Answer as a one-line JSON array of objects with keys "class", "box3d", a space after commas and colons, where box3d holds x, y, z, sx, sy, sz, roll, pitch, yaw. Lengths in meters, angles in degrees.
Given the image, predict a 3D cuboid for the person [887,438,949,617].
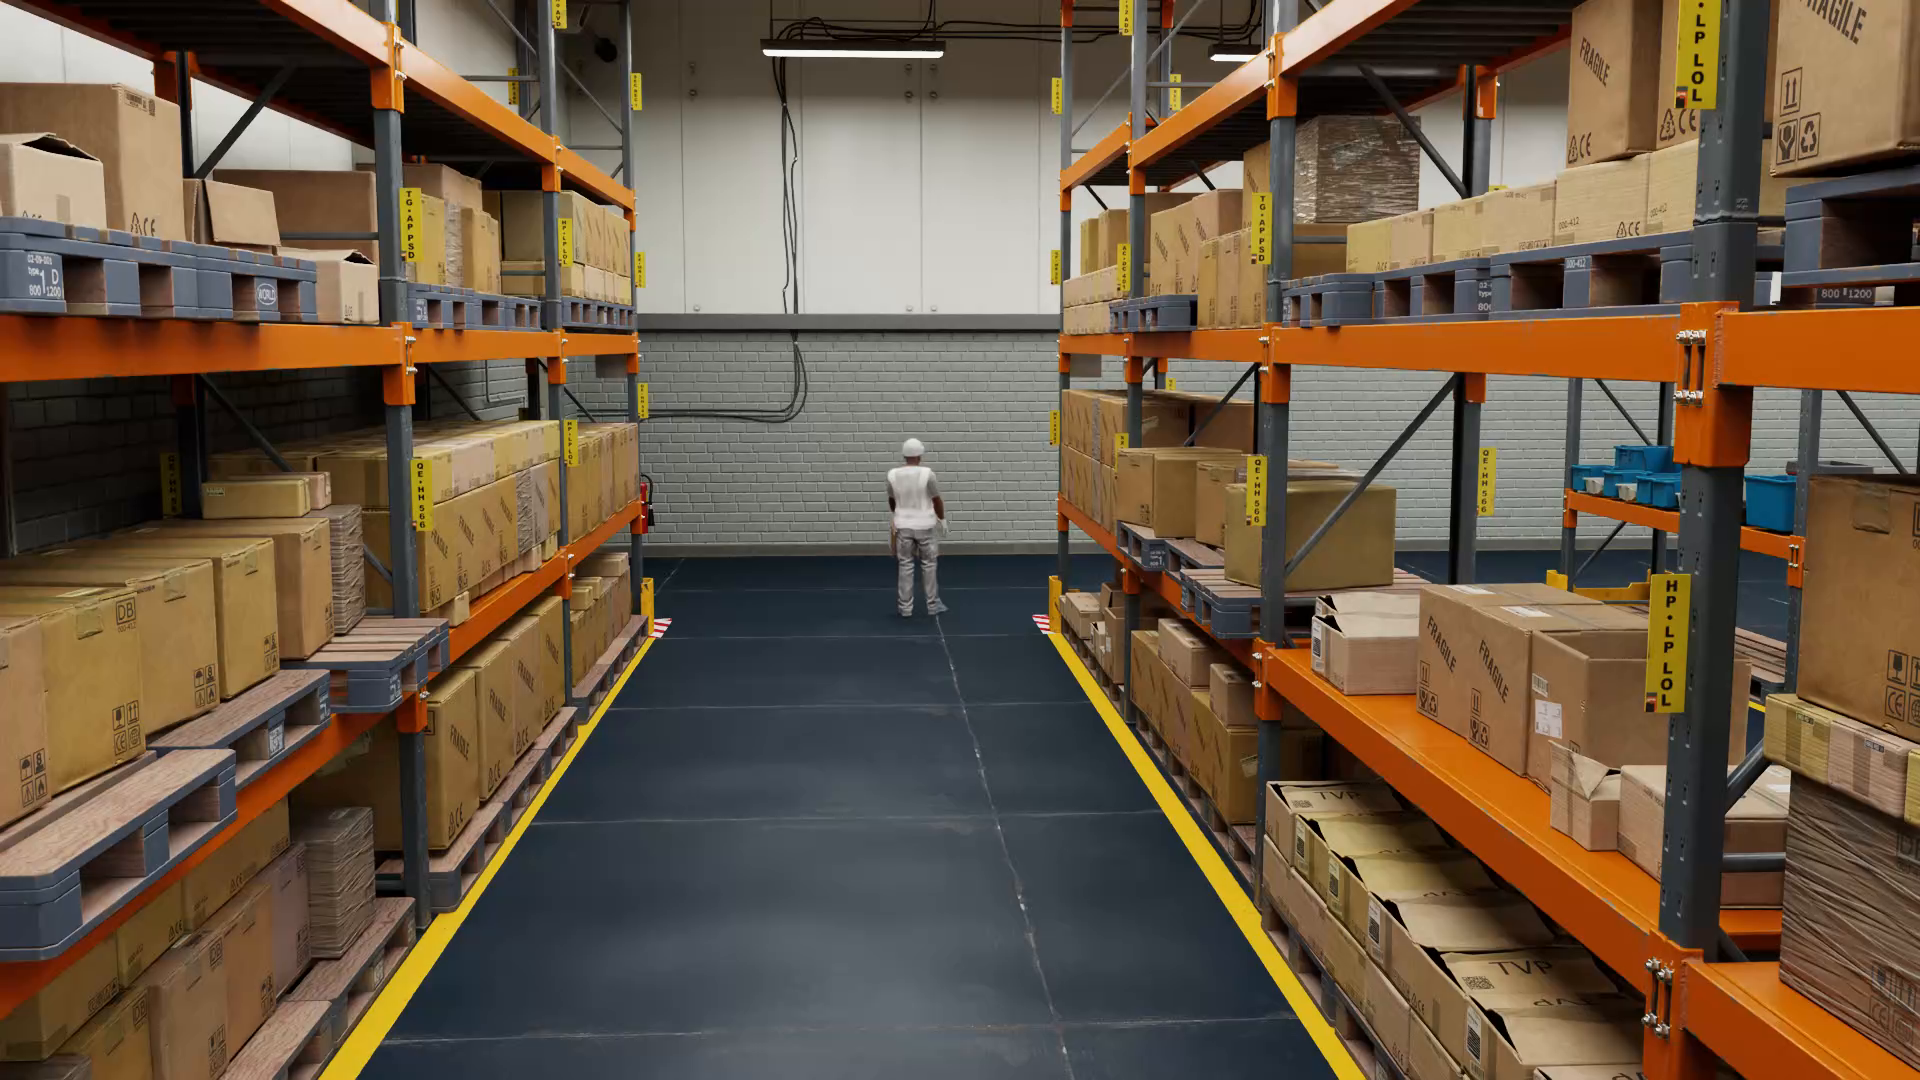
[{"class": "person", "box3d": [-0.418, -0.136, 16.768, 0.582, 1.789, 0.555, 2, 7, 17]}]
